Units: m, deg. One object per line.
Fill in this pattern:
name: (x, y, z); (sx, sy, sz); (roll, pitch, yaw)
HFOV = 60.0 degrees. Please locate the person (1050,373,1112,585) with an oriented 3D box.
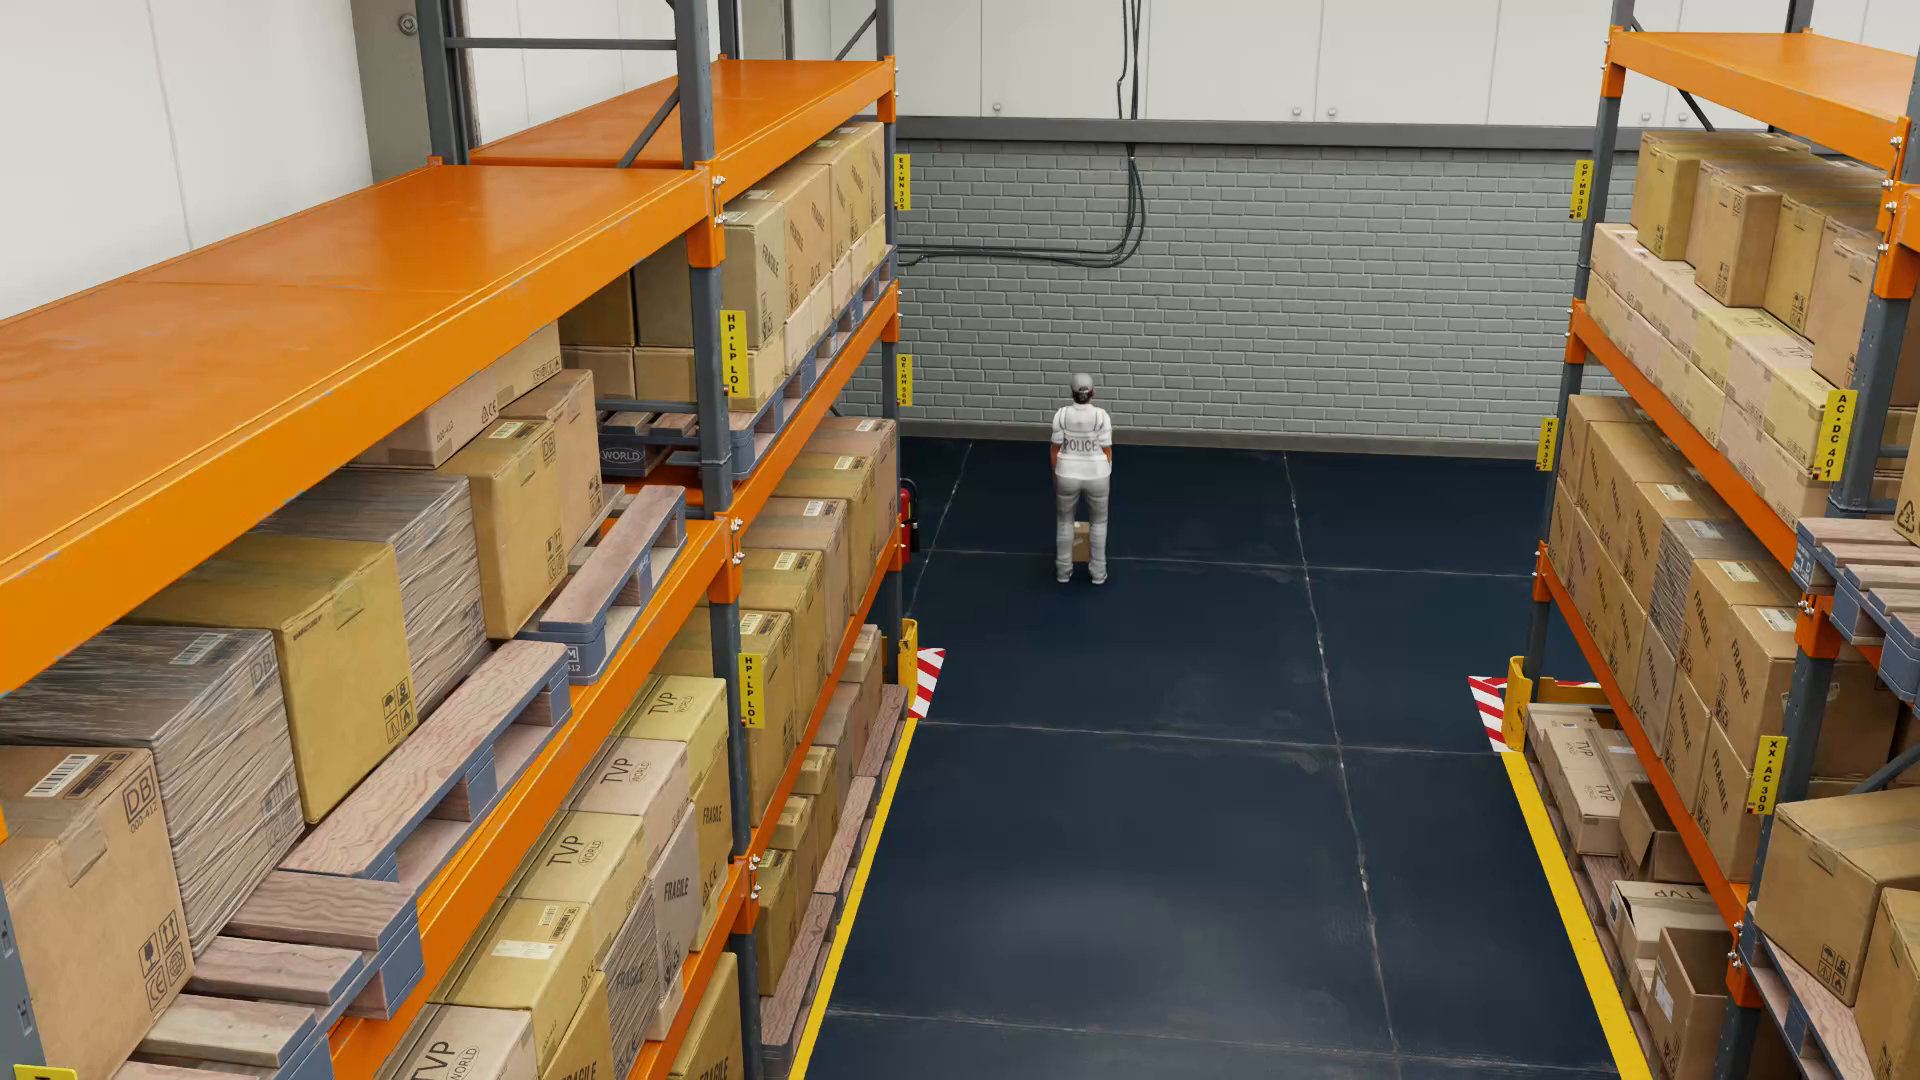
person: (0.919, -0.473, 12.698); (0.467, 1.661, 0.391); (3, 22, 8)
